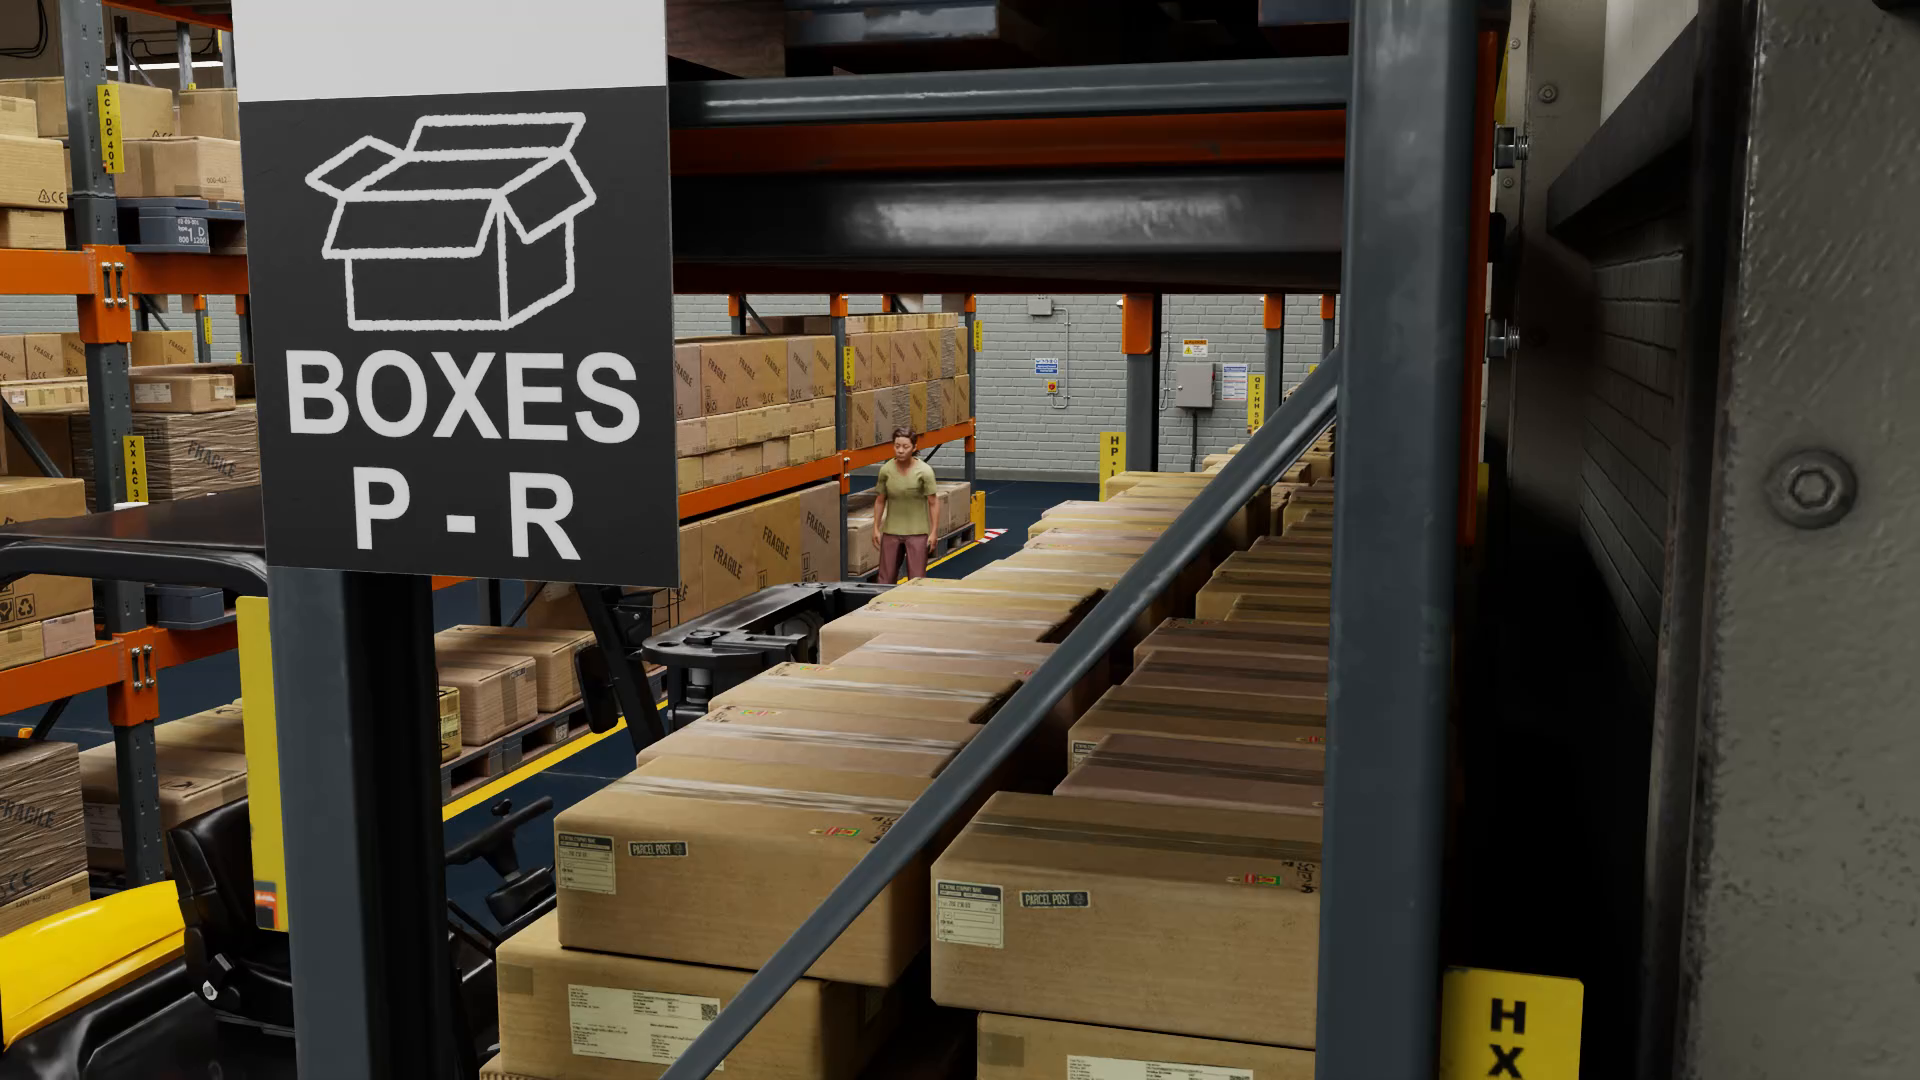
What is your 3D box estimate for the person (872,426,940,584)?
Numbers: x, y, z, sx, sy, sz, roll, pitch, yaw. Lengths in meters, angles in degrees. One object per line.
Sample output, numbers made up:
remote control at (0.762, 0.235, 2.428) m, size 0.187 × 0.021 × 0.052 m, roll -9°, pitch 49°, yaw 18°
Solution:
person at (-0.414, -0.020, 12.496) m, size 0.513 × 1.668 × 0.347 m, roll 2°, pitch 9°, yaw 14°
